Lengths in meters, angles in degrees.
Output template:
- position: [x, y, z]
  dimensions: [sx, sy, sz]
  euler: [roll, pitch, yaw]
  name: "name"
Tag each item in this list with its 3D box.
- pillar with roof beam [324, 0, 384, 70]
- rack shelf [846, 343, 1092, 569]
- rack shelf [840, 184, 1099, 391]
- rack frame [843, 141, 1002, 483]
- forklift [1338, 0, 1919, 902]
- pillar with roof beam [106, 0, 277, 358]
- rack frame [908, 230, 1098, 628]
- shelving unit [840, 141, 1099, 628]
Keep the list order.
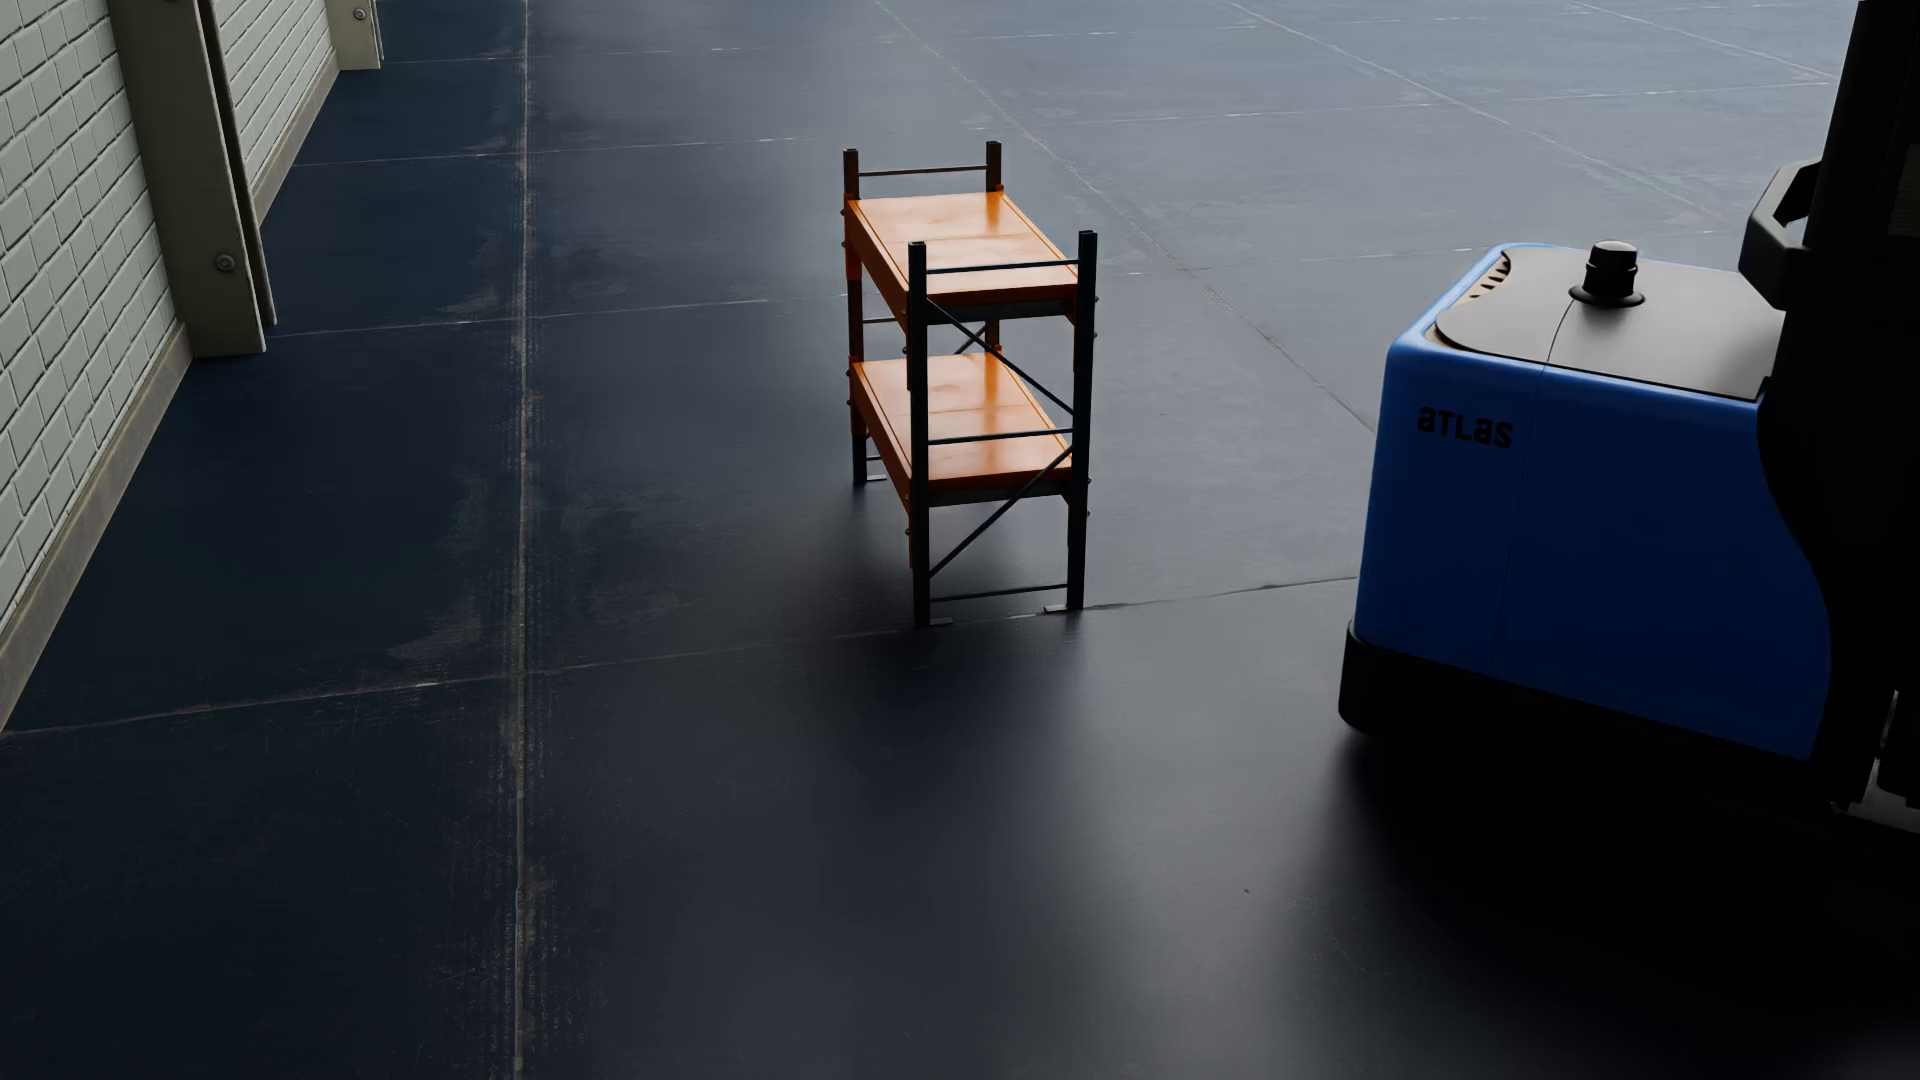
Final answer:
- position: [-0.182, -7.922, 10.958]
  dimensions: [9.100, 9.000, 0.400]
  euler: [-6, 27, -12]
  name: "pillar with roof beam"
- position: [-0.002, -0.287, 5.113]
  dimensions: [0.538, 0.278, 1.000]
  euler: [-6, 27, -12]
  name: "rack shelf"
- position: [-0.002, -0.766, 4.871]
  dimensions: [0.538, 0.278, 1.000]
  euler: [-6, 27, -12]
  name: "rack shelf"
- position: [-0.116, -0.728, 5.445]
  dimensions: [0.500, 1.125, 0.032]
  euler: [-6, 27, -12]
  name: "rack frame"
- position: [2.491, -0.642, 3.269]
  dimensions: [3.031, 2.935, 1.130]
  euler: [15, 30, 27]
  name: "forklift"
- position: [1.170, -5.288, 5.740]
  dimensions: [9.100, 9.000, 0.400]
  euler: [-6, 27, -12]
  name: "pillar with roof beam"
- position: [0.113, -0.282, 4.560]
  dimensions: [0.500, 1.125, 0.032]
  euler: [-6, 27, -12]
  name: "rack frame"
- position: [-0.002, -0.505, 5.002]
  dimensions: [0.538, 1.125, 1.048]
  euler: [-6, 27, -12]
  name: "shelving unit"
